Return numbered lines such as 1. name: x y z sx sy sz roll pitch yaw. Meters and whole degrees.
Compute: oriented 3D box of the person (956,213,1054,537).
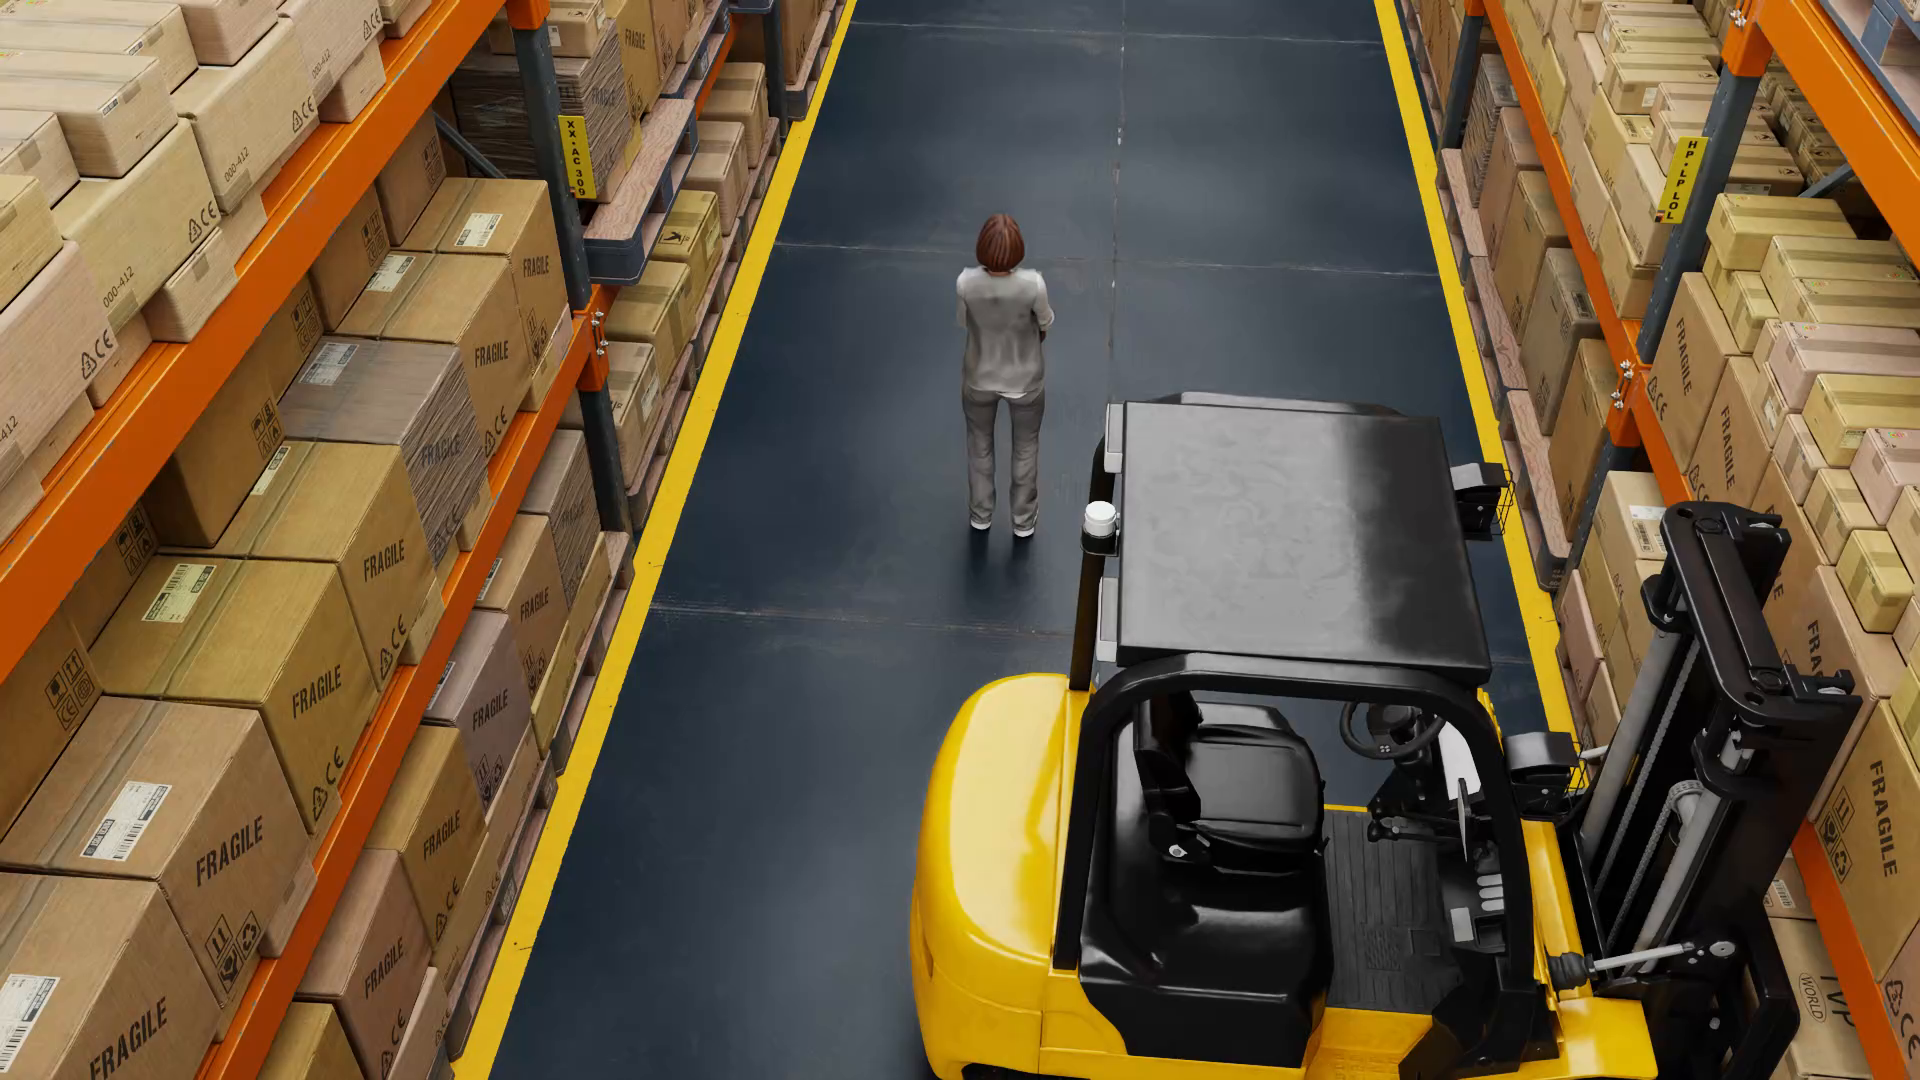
1. person: 0.187 -0.729 7.020 0.405 1.590 0.497 4 41 4
